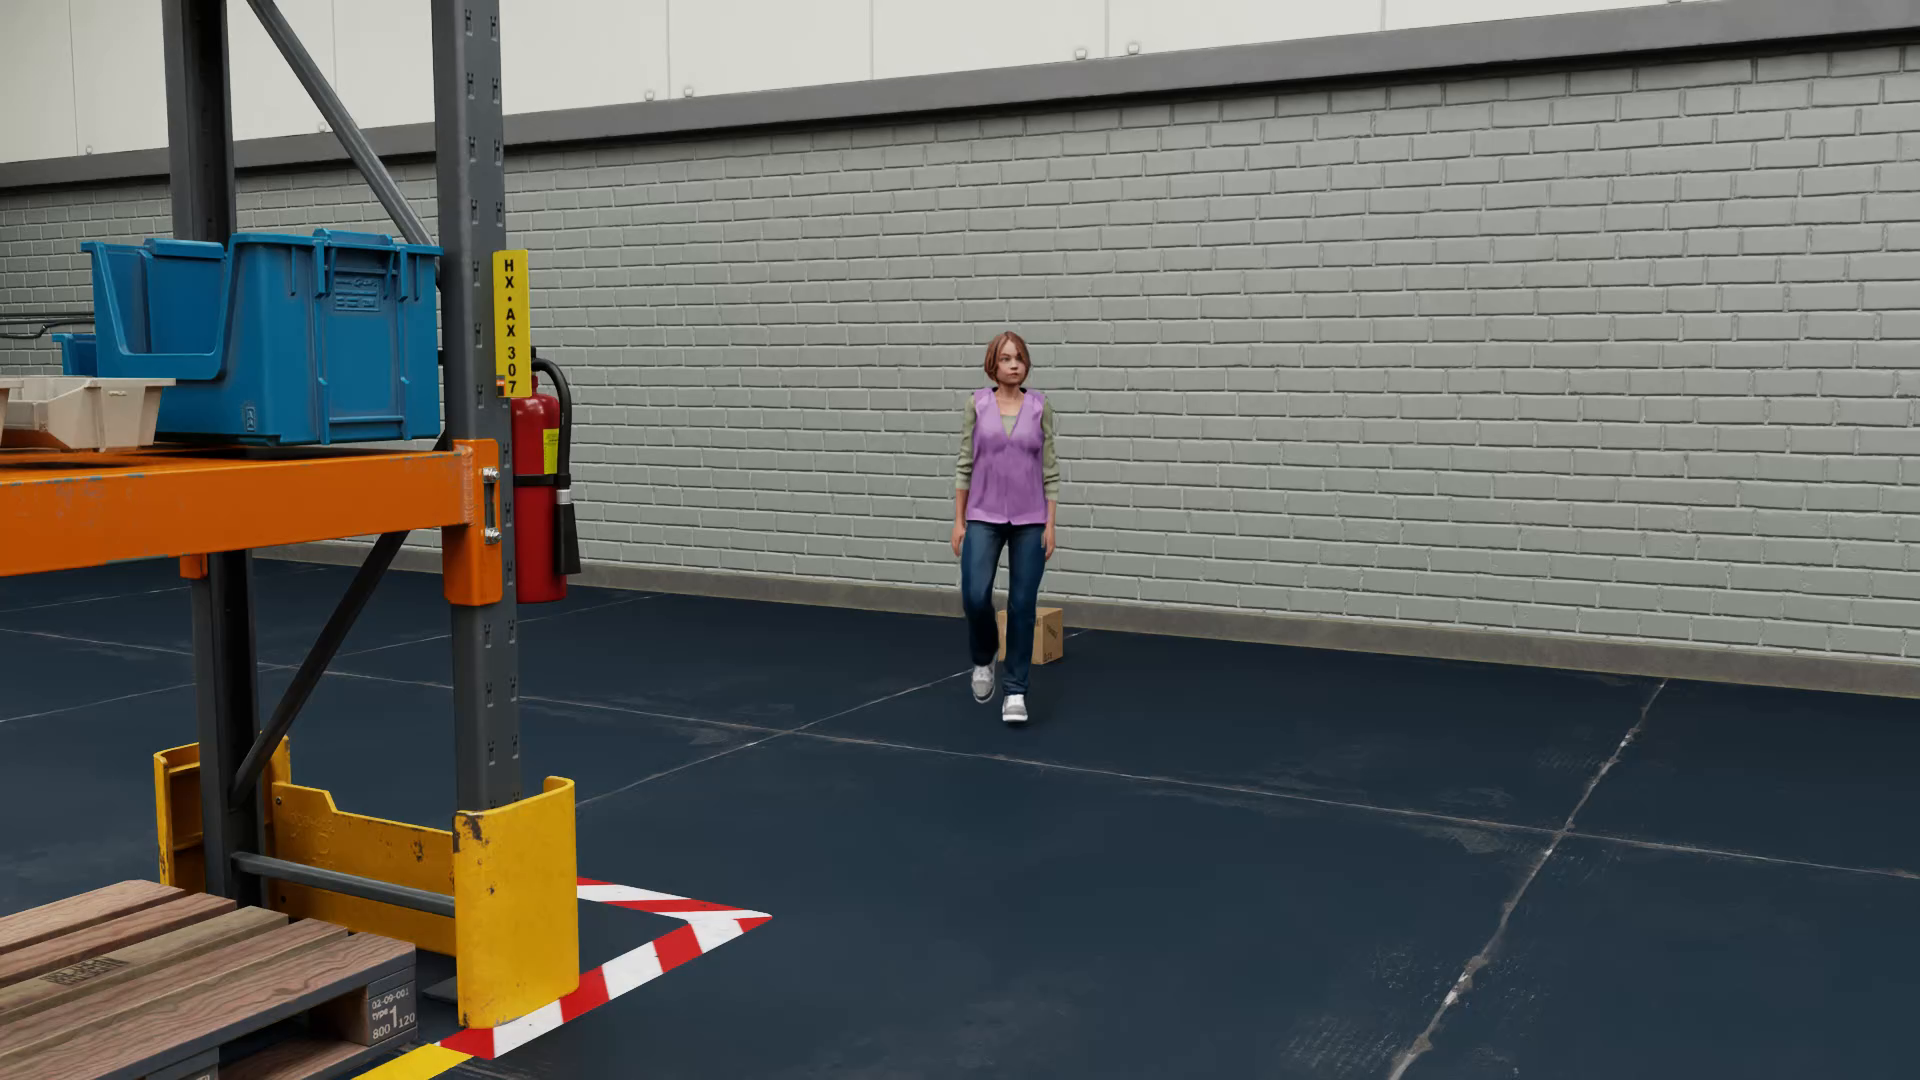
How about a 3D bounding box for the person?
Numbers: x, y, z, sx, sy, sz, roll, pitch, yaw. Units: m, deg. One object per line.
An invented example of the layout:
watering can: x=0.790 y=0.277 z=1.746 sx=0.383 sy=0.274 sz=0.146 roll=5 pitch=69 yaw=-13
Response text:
person: x=0.188 y=-0.059 z=6.852 sx=0.444 sy=1.591 sz=0.454 roll=0 pitch=6 yaw=-2
